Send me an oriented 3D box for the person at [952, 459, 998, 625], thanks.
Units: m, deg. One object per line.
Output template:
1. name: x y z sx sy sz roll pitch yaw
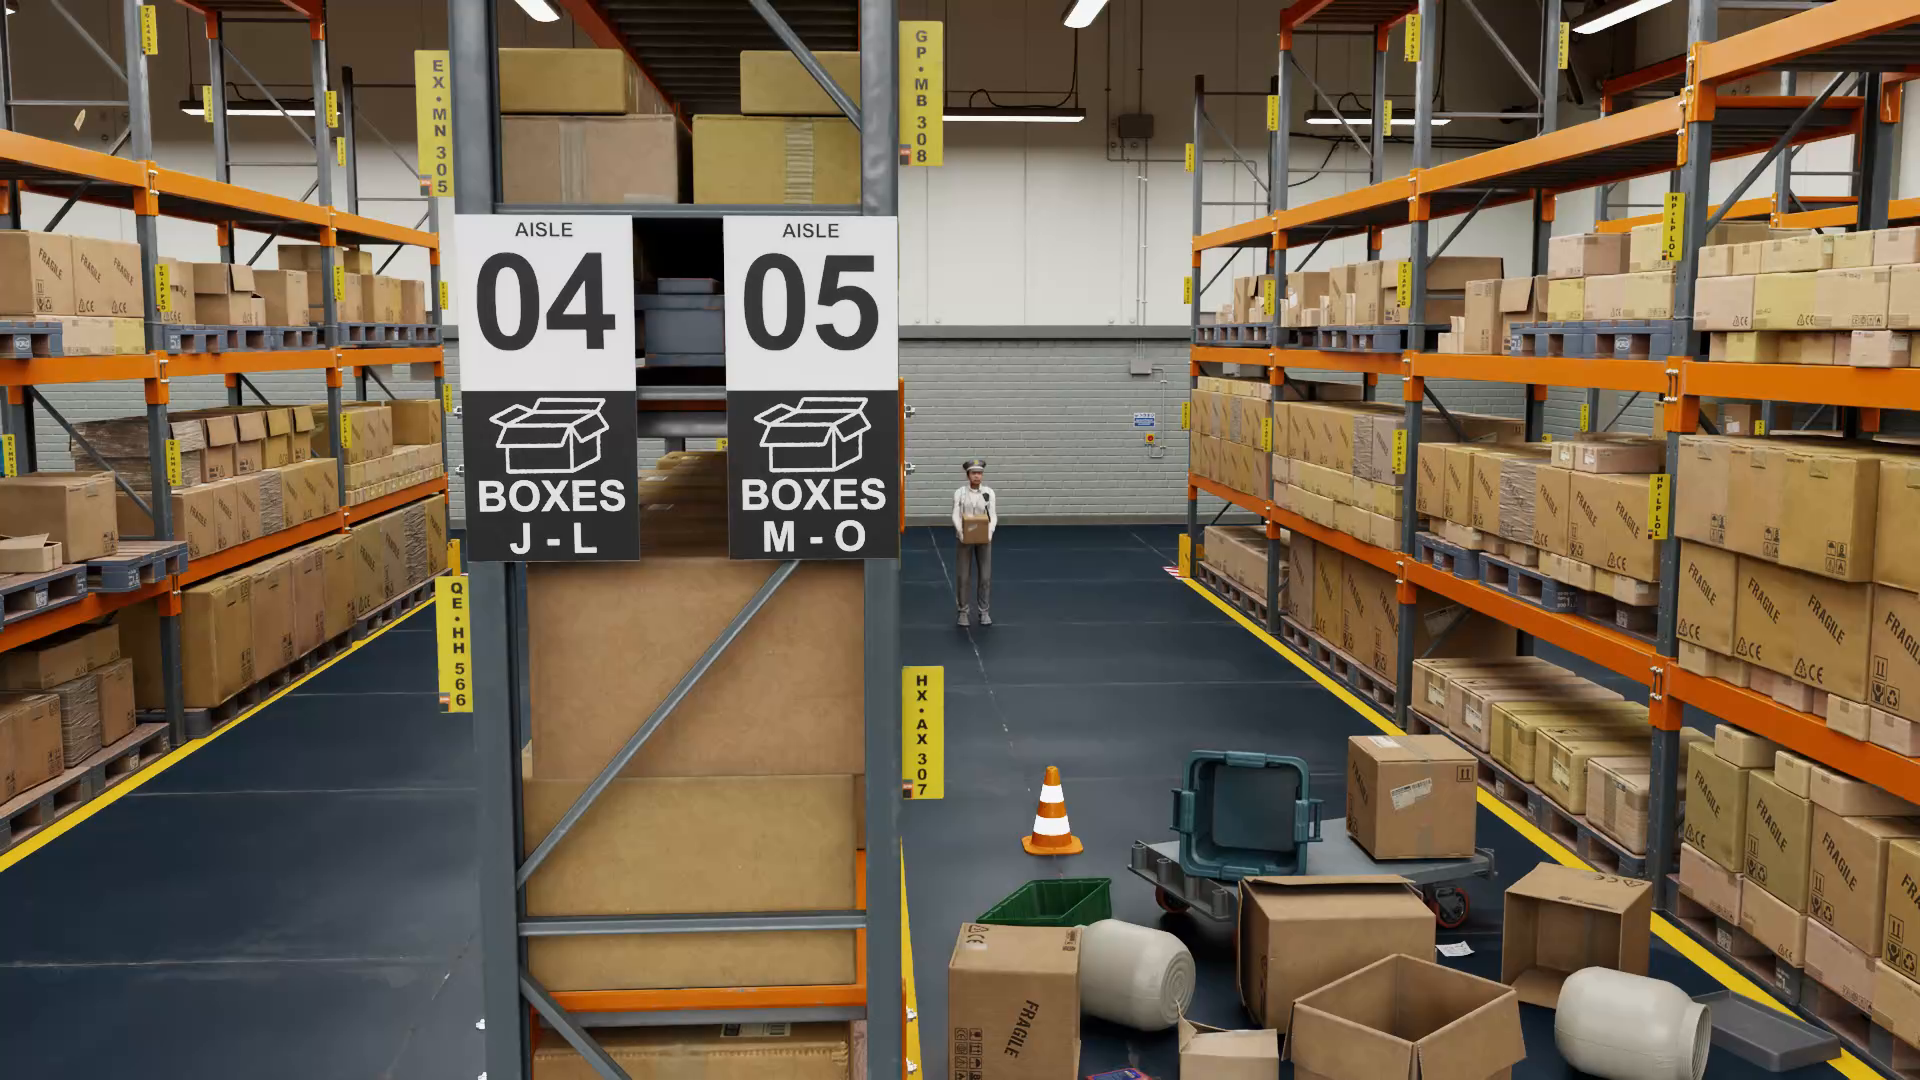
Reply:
1. person: 0.150 0.020 16.961 0.469 1.690 0.550 0 7 -4
